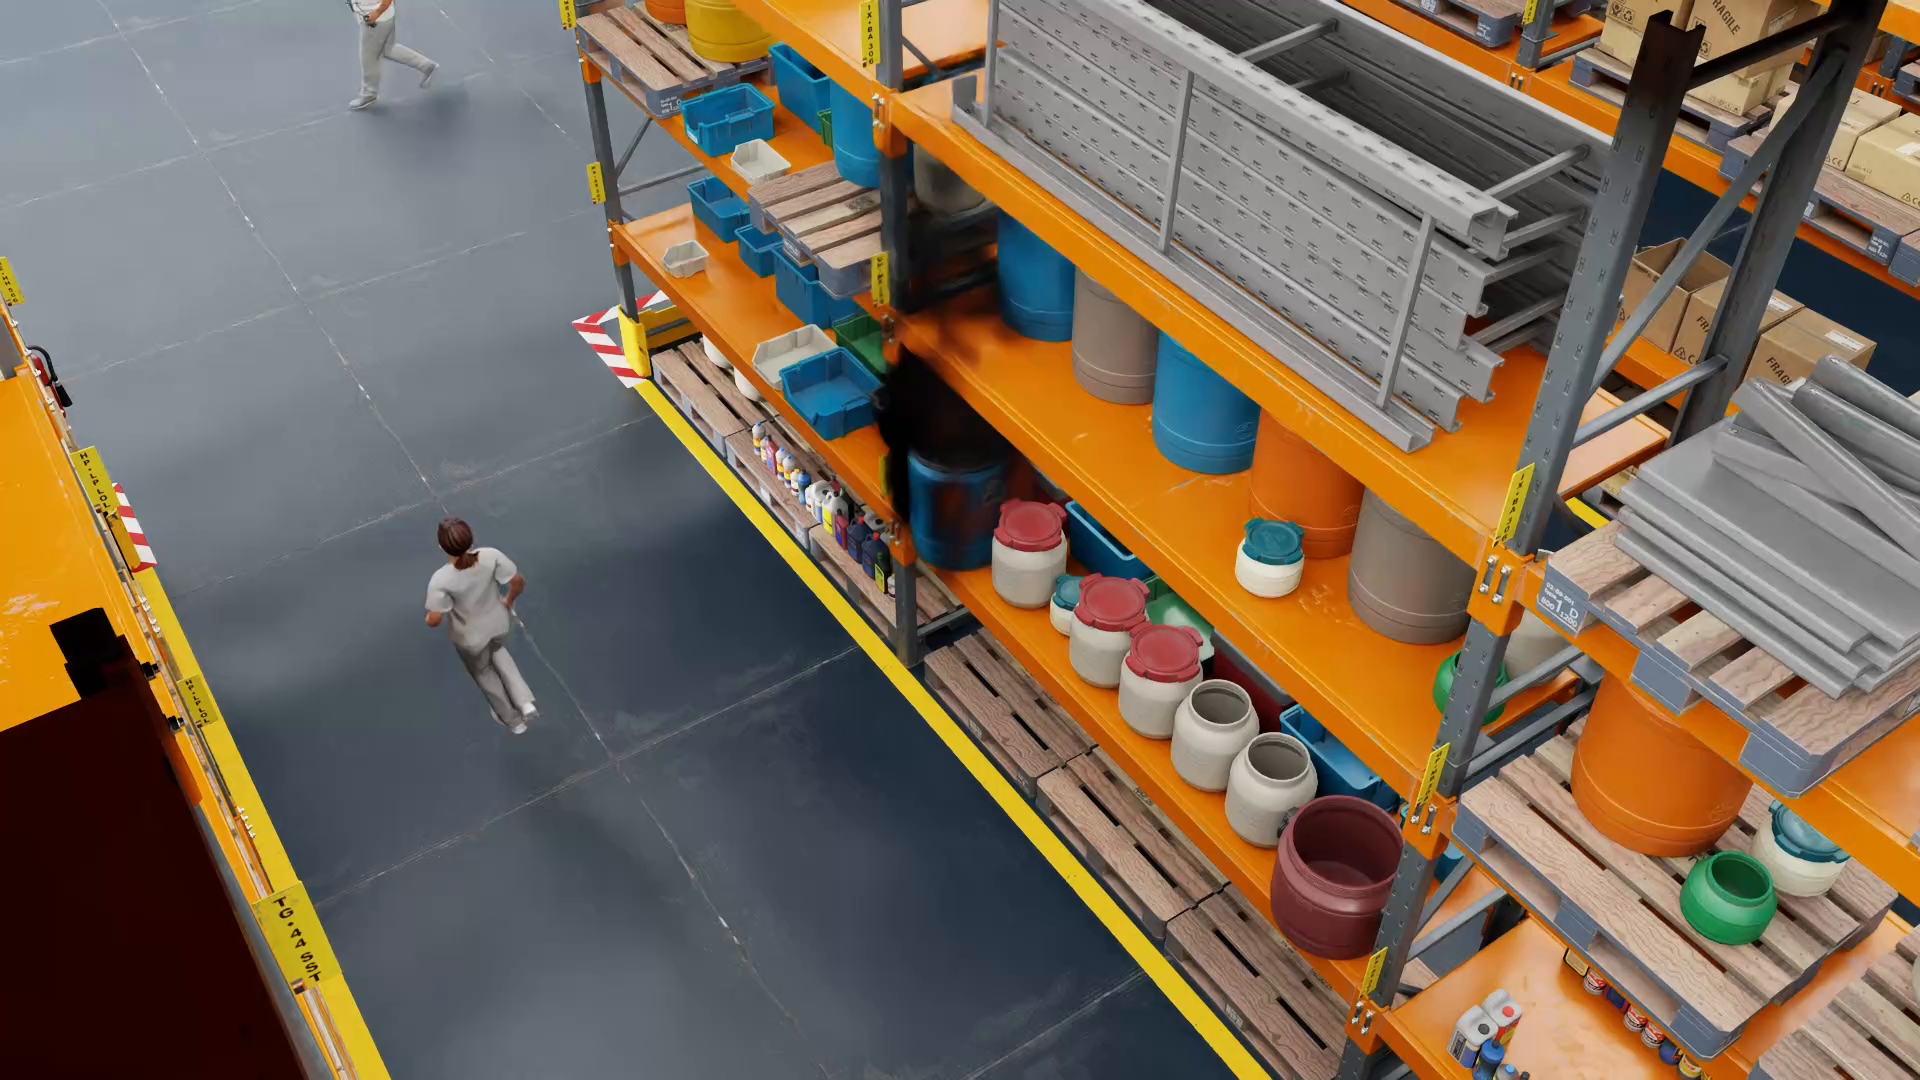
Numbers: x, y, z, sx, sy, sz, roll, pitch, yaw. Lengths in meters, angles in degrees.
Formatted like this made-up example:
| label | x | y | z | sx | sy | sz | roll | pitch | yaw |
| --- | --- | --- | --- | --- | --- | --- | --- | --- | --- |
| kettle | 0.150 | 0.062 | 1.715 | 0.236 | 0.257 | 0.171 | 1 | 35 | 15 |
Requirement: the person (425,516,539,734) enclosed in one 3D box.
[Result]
| label | x | y | z | sx | sy | sz | roll | pitch | yaw |
| --- | --- | --- | --- | --- | --- | --- | --- | --- | --- |
| person | -2.771 | 0.510 | 9.575 | 0.579 | 1.645 | 0.520 | -33 | 52 | -31 |

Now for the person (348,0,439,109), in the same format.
| label | x | y | z | sx | sy | sz | roll | pitch | yaw |
| --- | --- | --- | --- | --- | --- | --- | --- | --- | --- |
| person | -5.581 | -4.985 | 15.932 | 0.924 | 1.666 | 0.606 | -10 | 44 | -10 |
